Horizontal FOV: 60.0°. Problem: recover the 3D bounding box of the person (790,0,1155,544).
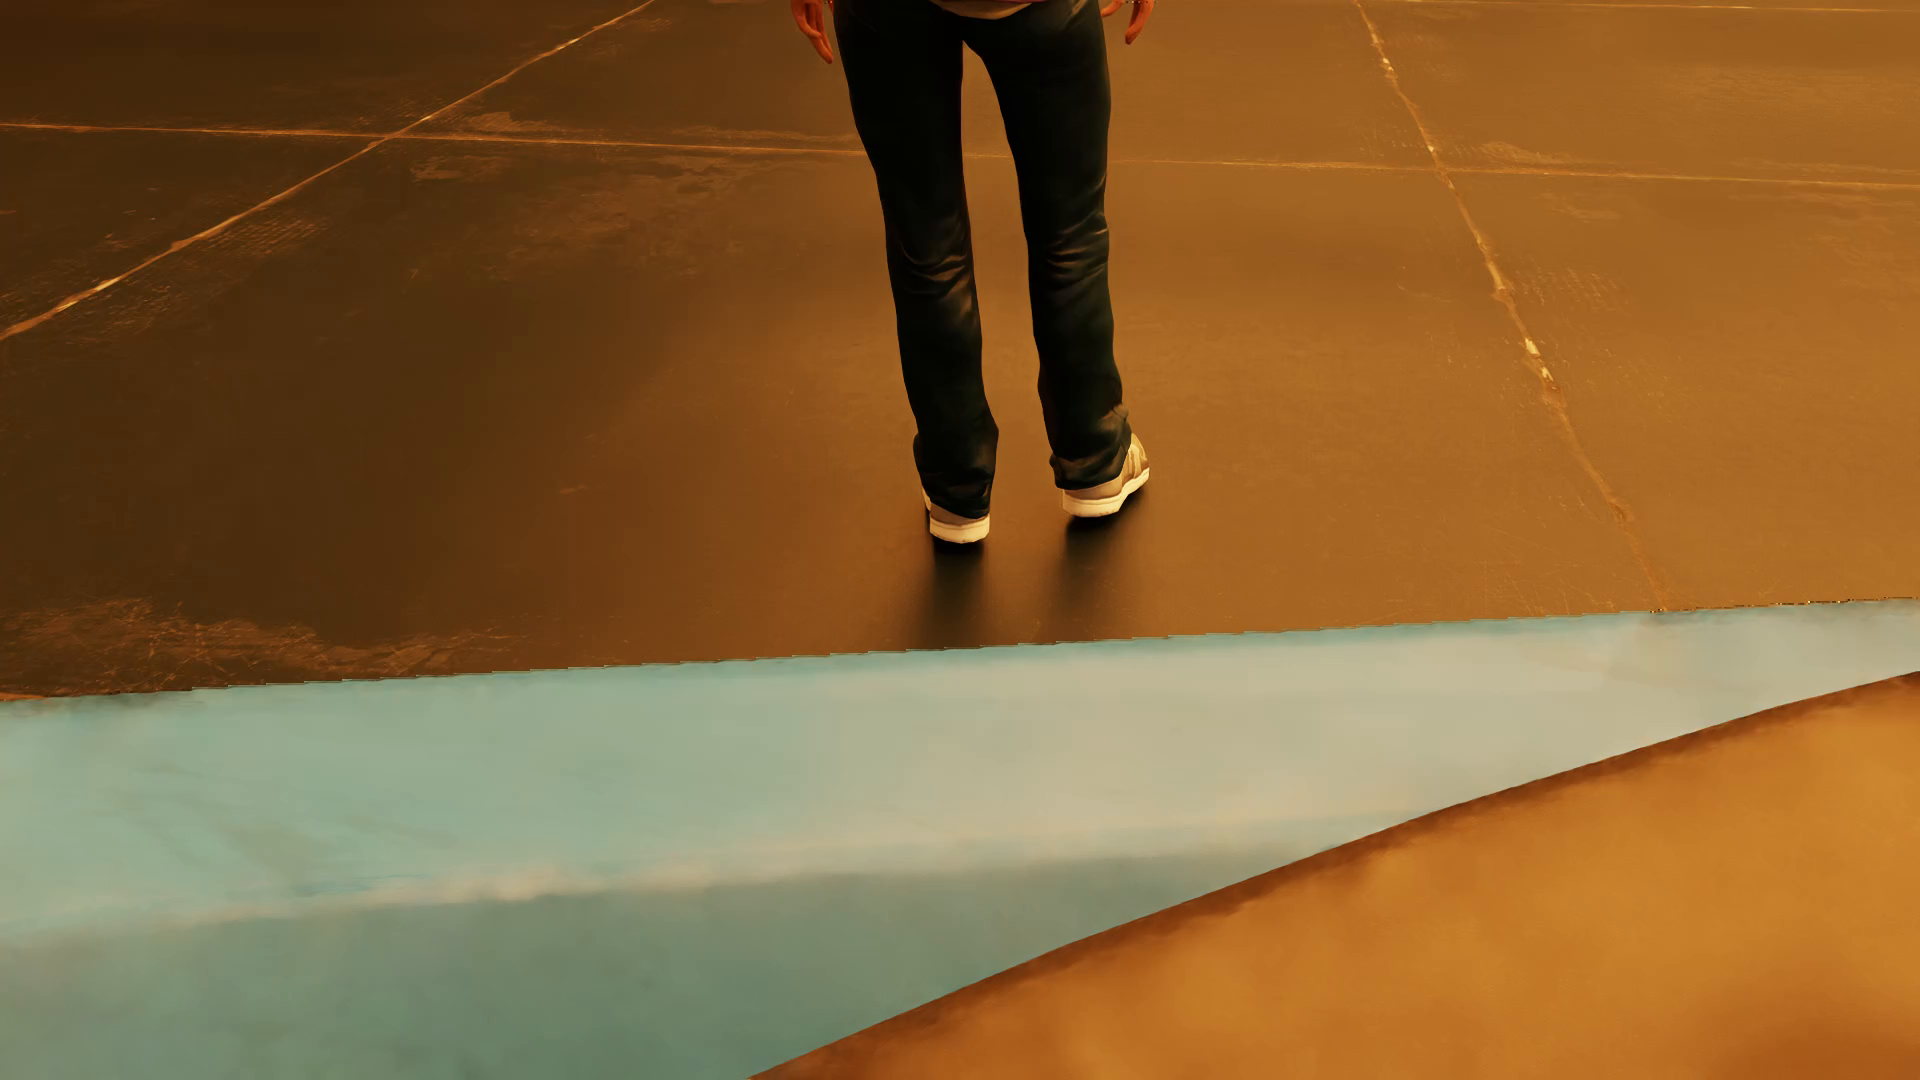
[{"bbox_3d":[0.024,-0.754,2.205,0.520,1.599,0.473,3,27,7],"label":"person"}]
